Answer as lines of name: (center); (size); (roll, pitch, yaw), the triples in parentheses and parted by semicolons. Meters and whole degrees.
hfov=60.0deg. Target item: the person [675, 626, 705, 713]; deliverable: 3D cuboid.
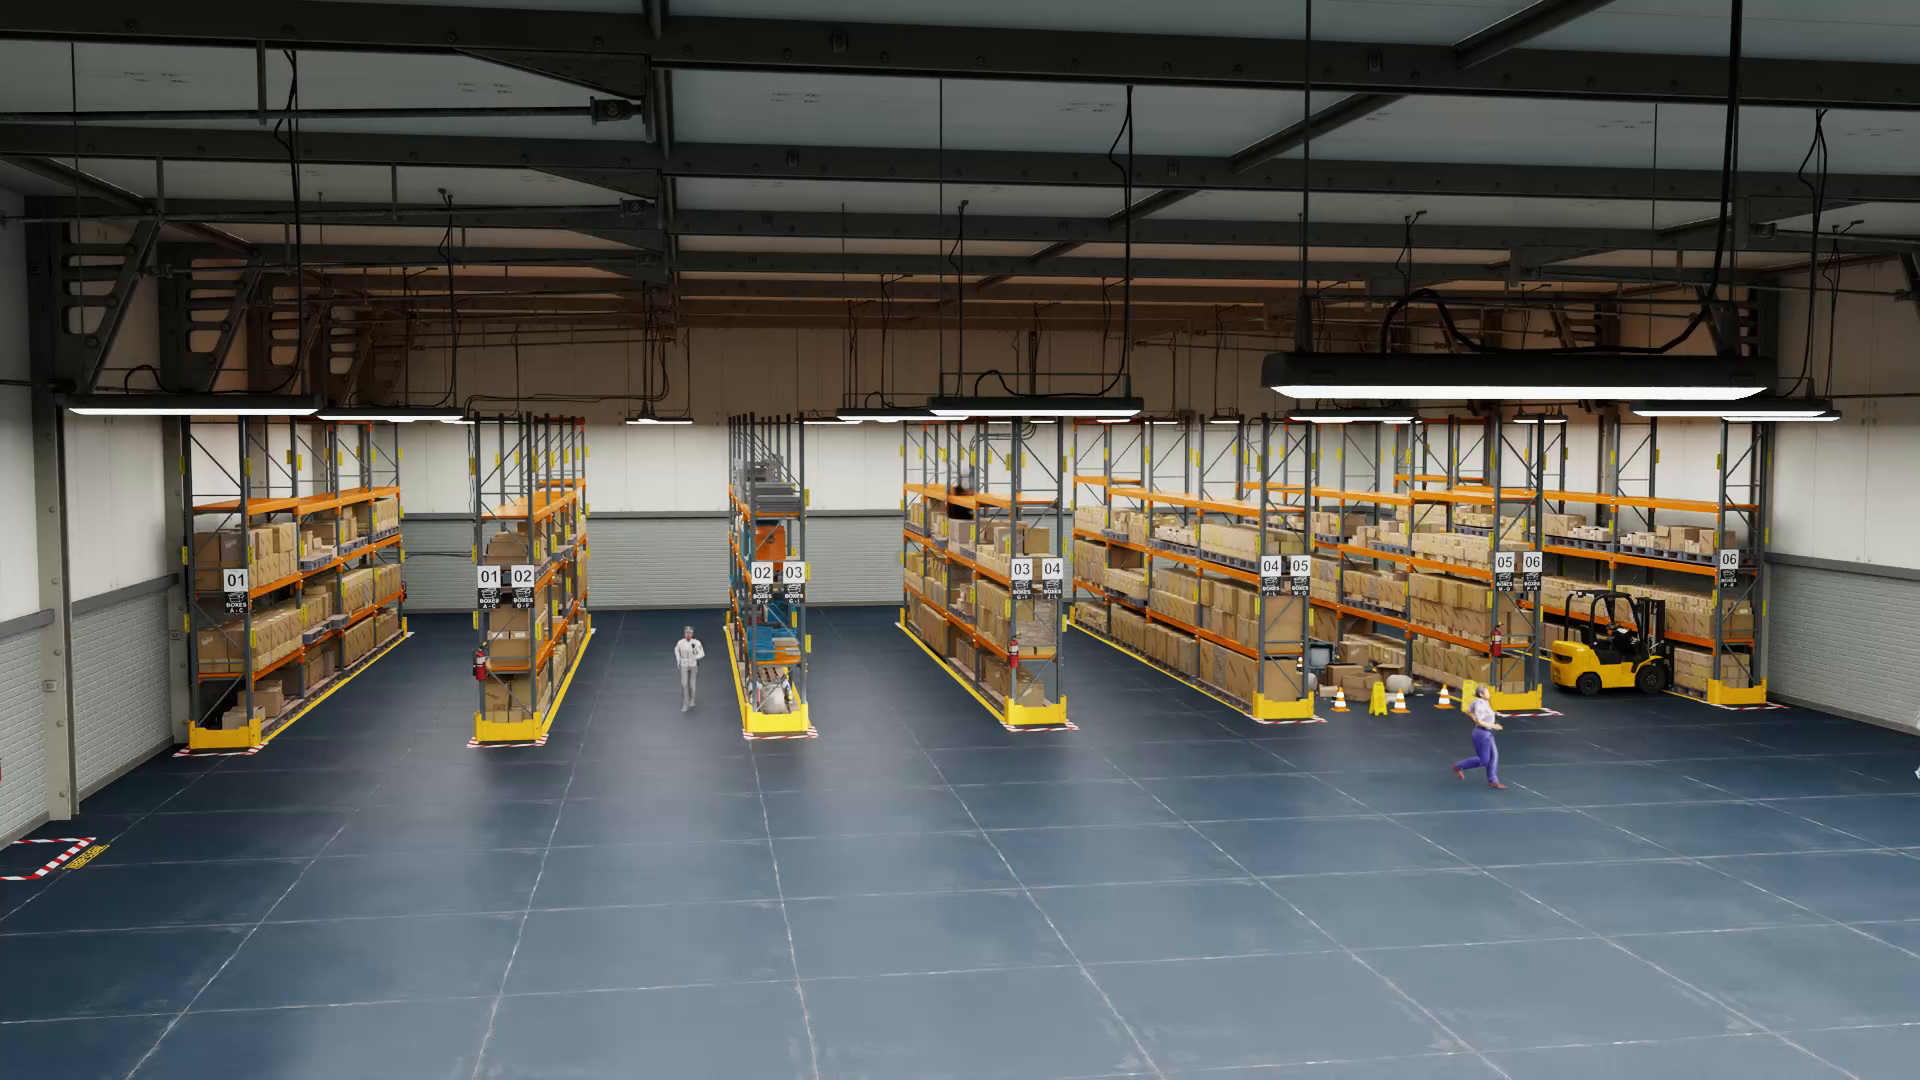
person: (-5.465, 2.597, 33.633); (0.600, 1.743, 0.741); (0, 4, -7)

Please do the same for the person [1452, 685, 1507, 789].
person: (8.252, 3.120, 26.368); (0.849, 1.639, 0.607); (1, 4, 18)

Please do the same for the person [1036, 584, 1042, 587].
person: (2.263, 1.678, 46.519); (0.693, 1.765, 0.902); (-1, 4, -9)
